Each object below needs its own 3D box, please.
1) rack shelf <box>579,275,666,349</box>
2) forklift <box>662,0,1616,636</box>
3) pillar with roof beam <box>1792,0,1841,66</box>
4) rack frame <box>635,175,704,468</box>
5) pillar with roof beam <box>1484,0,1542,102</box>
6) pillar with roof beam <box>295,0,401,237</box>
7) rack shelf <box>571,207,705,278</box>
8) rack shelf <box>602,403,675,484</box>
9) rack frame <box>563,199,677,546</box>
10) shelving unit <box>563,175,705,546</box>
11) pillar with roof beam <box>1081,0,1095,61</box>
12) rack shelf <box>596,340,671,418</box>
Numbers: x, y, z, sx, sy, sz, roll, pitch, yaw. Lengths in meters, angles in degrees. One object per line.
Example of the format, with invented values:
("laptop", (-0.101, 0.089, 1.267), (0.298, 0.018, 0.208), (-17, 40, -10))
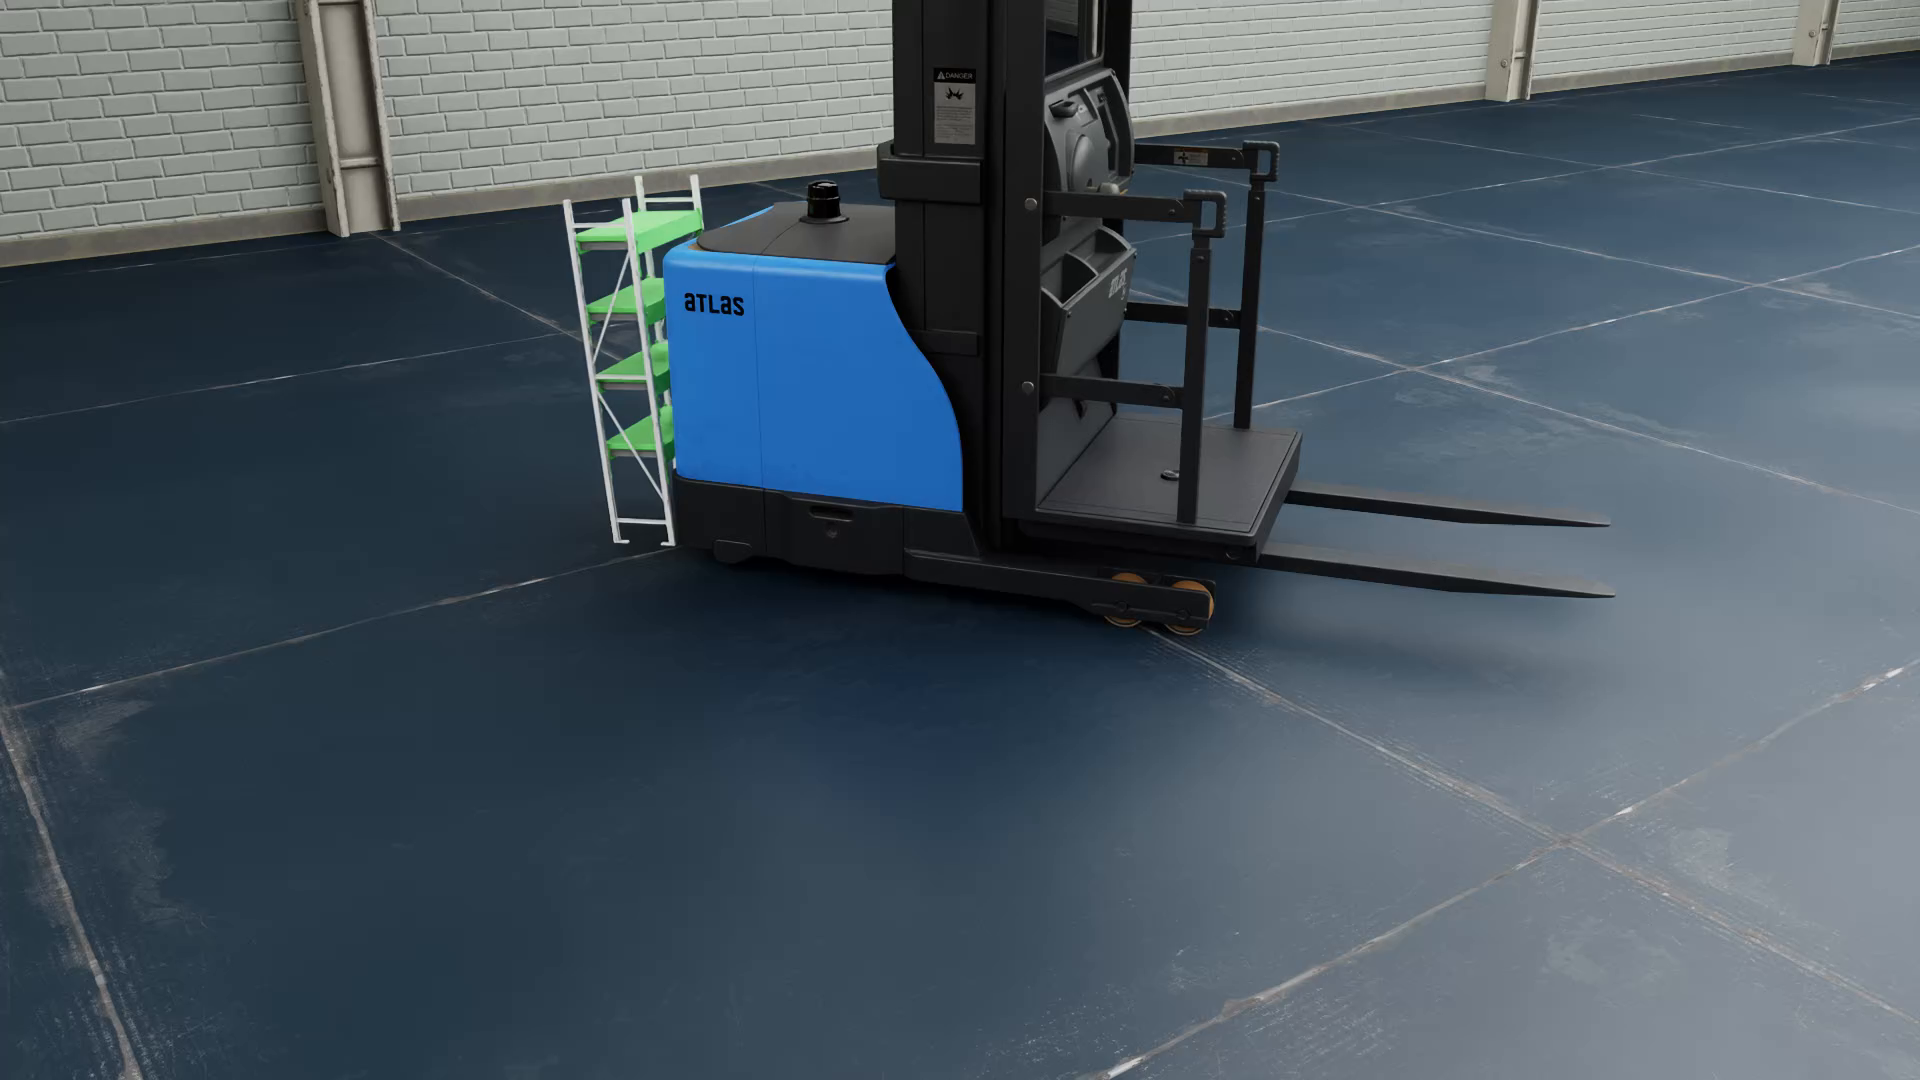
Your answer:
("rack shelf", (-1.082, -0.799, 5.782), (0.258, 0.148, 0.480), (3, 22, 18))
("forklift", (0.597, -1.287, 5.166), (3.031, 2.935, 1.130), (7, 23, 17))
("pillar with roof beam", (13.157, -8.846, 15.923), (0.400, 9.000, 9.100), (-15, 26, -33))
("rack frame", (-0.994, -0.720, 6.059), (0.240, 1.200, 0.015), (3, 22, 18))
("pillar with roof beam", (8.287, -7.547, 12.668), (0.400, 9.000, 9.100), (-15, 26, -33))
("pillar with roof beam", (-1.454, -4.950, 6.159), (0.400, 9.000, 9.100), (-15, 26, -33))
("rack shelf", (-1.098, -1.023, 5.698), (0.258, 0.148, 0.480), (3, 22, 18))
("rack shelf", (-1.049, -0.350, 5.949), (0.258, 0.148, 0.480), (3, 22, 18))
("rack frame", (-1.146, -0.548, 5.628), (0.240, 1.200, 0.015), (3, 22, 18))
("shelving unit", (-1.070, -0.634, 5.843), (0.258, 1.200, 0.503), (3, 22, 18))
("pillar with roof beam", (3.416, -6.249, 9.414), (0.400, 9.000, 9.100), (-15, 26, -33))
("rack shelf", (-1.066, -0.574, 5.865), (0.258, 0.148, 0.480), (3, 22, 18))
